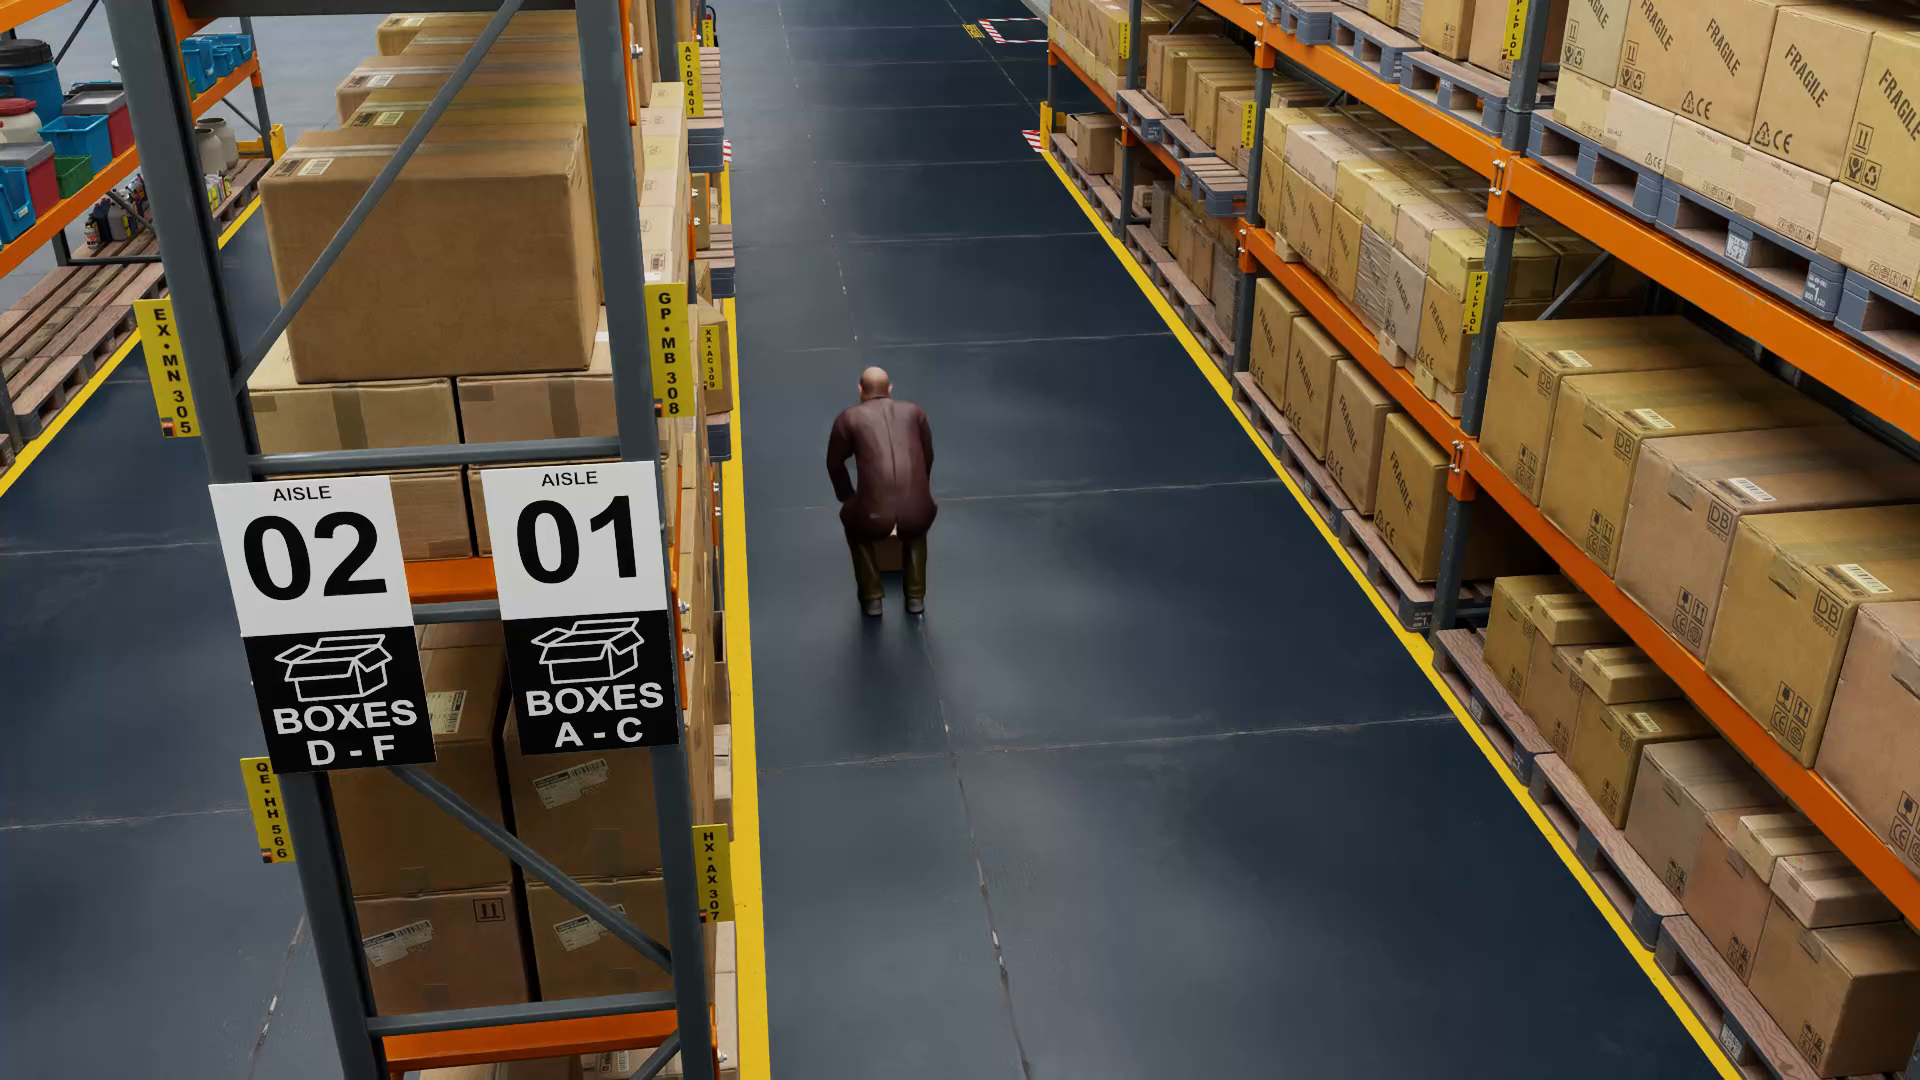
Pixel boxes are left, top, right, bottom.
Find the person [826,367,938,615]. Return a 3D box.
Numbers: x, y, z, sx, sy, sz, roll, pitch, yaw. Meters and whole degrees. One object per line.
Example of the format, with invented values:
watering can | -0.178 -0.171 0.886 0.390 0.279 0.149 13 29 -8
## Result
person | -0.439 -0.257 9.621 0.623 1.349 0.752 -4 27 -7
